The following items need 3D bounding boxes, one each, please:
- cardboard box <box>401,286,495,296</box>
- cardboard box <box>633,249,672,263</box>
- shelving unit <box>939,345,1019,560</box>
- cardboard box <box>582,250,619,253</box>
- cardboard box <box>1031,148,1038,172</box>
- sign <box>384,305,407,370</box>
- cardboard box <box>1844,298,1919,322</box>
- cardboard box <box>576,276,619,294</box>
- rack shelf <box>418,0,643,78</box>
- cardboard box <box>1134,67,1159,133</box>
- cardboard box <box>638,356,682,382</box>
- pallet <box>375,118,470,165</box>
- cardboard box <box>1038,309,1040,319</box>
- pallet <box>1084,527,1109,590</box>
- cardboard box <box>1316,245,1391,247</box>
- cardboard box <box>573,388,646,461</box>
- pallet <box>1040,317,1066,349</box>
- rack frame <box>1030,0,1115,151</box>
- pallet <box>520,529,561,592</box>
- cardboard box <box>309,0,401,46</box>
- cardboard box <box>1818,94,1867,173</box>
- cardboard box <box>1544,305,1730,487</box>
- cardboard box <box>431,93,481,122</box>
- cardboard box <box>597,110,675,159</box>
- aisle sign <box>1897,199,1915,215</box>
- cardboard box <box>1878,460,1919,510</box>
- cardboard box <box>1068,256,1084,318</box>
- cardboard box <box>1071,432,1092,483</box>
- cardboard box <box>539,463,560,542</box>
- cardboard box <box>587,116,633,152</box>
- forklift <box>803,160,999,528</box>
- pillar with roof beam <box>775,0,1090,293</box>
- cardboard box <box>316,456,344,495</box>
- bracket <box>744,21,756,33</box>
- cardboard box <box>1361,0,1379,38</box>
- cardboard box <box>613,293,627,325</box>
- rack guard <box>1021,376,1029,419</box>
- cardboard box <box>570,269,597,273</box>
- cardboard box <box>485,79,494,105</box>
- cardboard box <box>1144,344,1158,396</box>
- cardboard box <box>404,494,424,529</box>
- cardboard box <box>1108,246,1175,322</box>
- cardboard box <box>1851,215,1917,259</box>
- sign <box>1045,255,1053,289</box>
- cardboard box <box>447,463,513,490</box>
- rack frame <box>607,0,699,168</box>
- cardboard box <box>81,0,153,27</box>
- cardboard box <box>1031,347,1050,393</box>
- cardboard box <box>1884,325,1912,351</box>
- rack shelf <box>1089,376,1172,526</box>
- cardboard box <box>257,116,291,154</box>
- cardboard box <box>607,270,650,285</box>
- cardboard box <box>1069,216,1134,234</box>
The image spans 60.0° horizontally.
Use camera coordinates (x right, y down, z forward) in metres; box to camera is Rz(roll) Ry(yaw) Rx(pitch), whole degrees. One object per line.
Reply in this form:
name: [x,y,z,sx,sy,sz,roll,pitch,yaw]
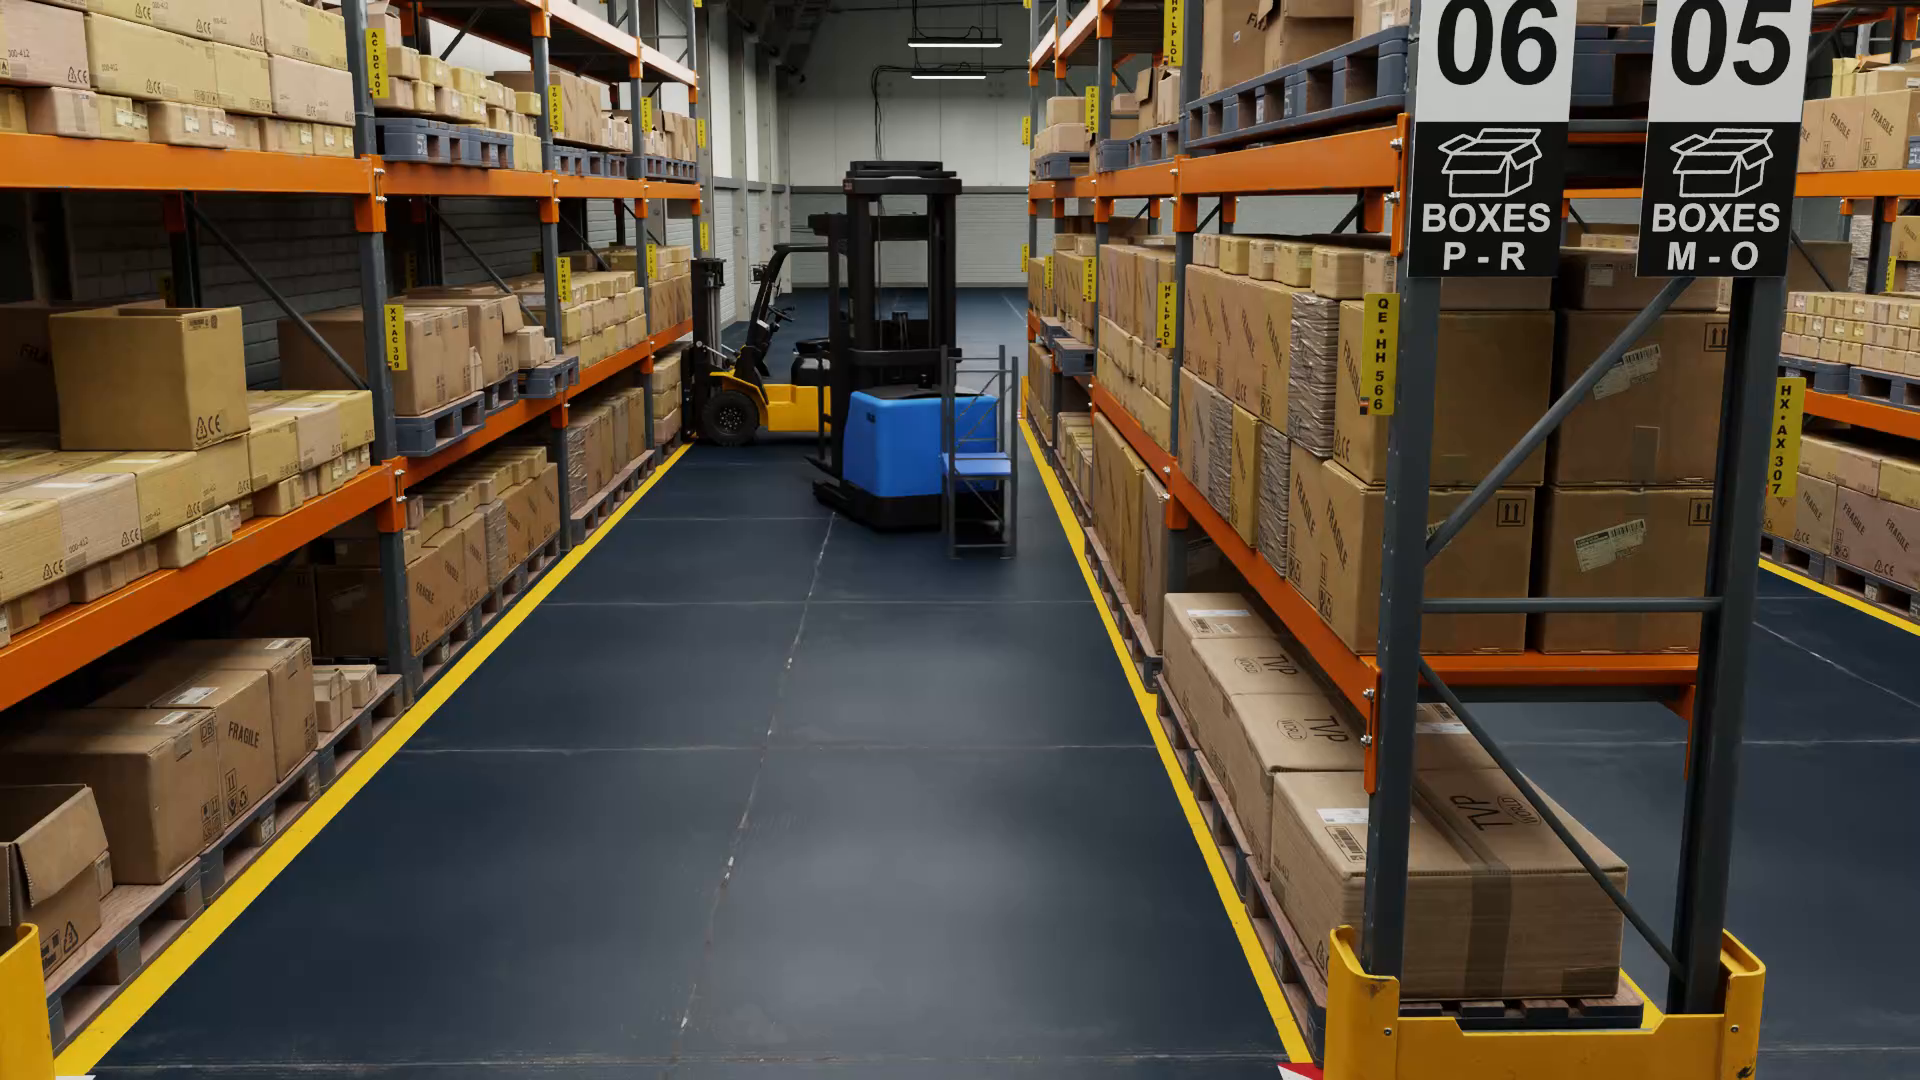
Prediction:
cardboard box: [-3.604,-1.533,11.766,0.500,0.500,0.500,0,11,2]
cardboard box: [-3.368,-3.109,18.210,0.380,0.149,0.250,0,11,0]
shelving unit: [0.136,-0.691,12.695,0.538,1.500,1.048,-1,11,-4]
cardboard box: [-3.844,-3.006,17.702,0.380,0.149,0.250,0,11,-2]
cardboard box: [1.084,-4.334,18.963,0.500,0.250,0.500,0,11,-2]
sign: [-2.833,-1.014,8.338,0.100,0.325,0.005,0,11,-1]
cardboard box: [6.281,-1.570,11.332,0.380,0.149,0.250,-1,11,-4]
cardboard box: [-3.255,-2.272,14.833,0.380,0.149,0.250,-1,11,-3]
rack shelf: [-3.499,-4.171,13.799,1.077,0.370,4.000,0,11,-1]
cardboard box: [1.663,-3.055,11.712,0.797,0.503,0.637,-1,12,-5]
cardboard box: [-3.259,-1.823,17.845,0.500,0.250,0.500,0,11,1]
pallet: [-3.319,-2.094,8.766,1.213,0.211,1.003,0,11,-1]
cardboard box: [1.081,-2.596,18.944,0.380,0.149,0.250,0,11,0]
pallet: [1.445,0.121,11.932,1.003,0.211,1.213,0,11,-1]
cardboard box: [1.445,-0.944,5.769,0.380,0.149,0.250,0,11,-2]
cardboard box: [-3.519,-1.115,15.927,0.875,0.625,0.625,0,11,1]
pallet: [1.292,-1.951,15.615,1.003,0.211,1.213,0,11,-1]
rack frame: [1.339,-5.933,19.671,1.000,3.000,0.127,0,11,-1]
pallet: [-3.481,0.134,11.870,1.003,0.211,1.213,0,11,-1]
cardboard box: [-3.033,-2.598,8.312,0.396,0.266,0.258,0,11,-2]
cardboard box: [6.215,-2.748,11.265,0.500,0.500,0.500,0,11,-1]
cardboard box: [1.945,-0.448,4.957,0.500,0.500,0.500,0,11,-2]
cardboard box: [-3.004,-2.503,9.631,0.380,0.149,0.250,0,11,0]
cardboard box: [-3.476,-4.340,17.795,0.797,0.503,0.637,0,11,1]
aisle sign: [11.546,-4.321,20.276,0.394,0.787,0.004,0,11,-1]
cardboard box: [6.243,-0.351,10.587,0.500,0.250,0.500,-1,11,-4]
cardboard box: [1.184,-2.096,13.788,0.500,0.500,0.500,-1,12,-5]
cardboard box: [1.469,-0.730,14.668,0.950,0.372,0.625,0,11,1]
cardboard box: [-3.234,-0.279,12.122,0.500,0.500,0.500,0,11,0]
cardboard box: [-3.282,-3.715,15.199,0.500,0.311,0.500,-1,11,-3]
forklift: [-0.668,-1.781,14.465,1.130,2.935,3.031,-4,12,-20]
pillar with roof beam: [-0.826,-11.751,48.348,9.100,9.000,0.548,0,11,-1]
cardboard box: [-3.060,-0.298,7.614,0.380,0.149,0.250,0,11,0]
bracket: [-4.519,-11.031,35.746,0.235,0.232,0.430,0,11,-1]
cardboard box: [1.689,-1.791,5.717,0.500,0.311,0.500,0,11,0]
cardboard box: [-3.252,-2.048,14.728,0.500,0.250,0.500,0,11,0]
rack guard: [1.341,-1.753,20.442,1.175,0.500,0.348,0,11,-1]
cardboard box: [-3.804,-2.606,16.479,0.380,0.149,0.250,0,11,-1]
cardboard box: [-3.128,-2.794,10.370,0.380,0.149,0.250,0,11,-1]
cardboard box: [1.317,-0.965,9.391,0.500,0.250,0.500,0,11,0]
cardboard box: [-3.170,-0.155,9.129,0.380,0.149,0.250,-1,11,-4]
cardboard box: [1.290,-1.744,11.345,0.500,0.500,0.500,0,11,-1]
cardboard box: [10.986,-3.608,19.785,0.500,0.500,0.500,0,11,-1]
sign: [0.879,-2.618,16.244,0.100,0.325,0.005,0,11,-1]
cardboard box: [-3.237,-0.424,11.203,0.380,0.149,0.250,0,11,1]
rack frame: [-3.623,-5.912,19.567,1.000,3.000,0.127,0,11,-1]
cardboard box: [-3.067,-1.869,5.554,0.500,0.250,0.500,0,11,-2]
cardboard box: [1.096,-1.949,19.093,0.500,0.500,0.500,-1,11,-3]
cardboard box: [6.289,-1.319,10.842,0.380,0.149,0.250,0,11,-2]
rack shelf: [1.546,-0.653,10.541,1.077,0.370,4.000,0,11,-1]
cardboard box: [-3.073,-1.712,7.042,0.380,0.149,0.250,0,11,-1]
cardboard box: [-3.284,-2.608,16.487,0.380,0.149,0.250,0,11,-2]
cardboard box: [1.556,-3.276,18.147,0.700,0.500,0.500,0,11,-2]
